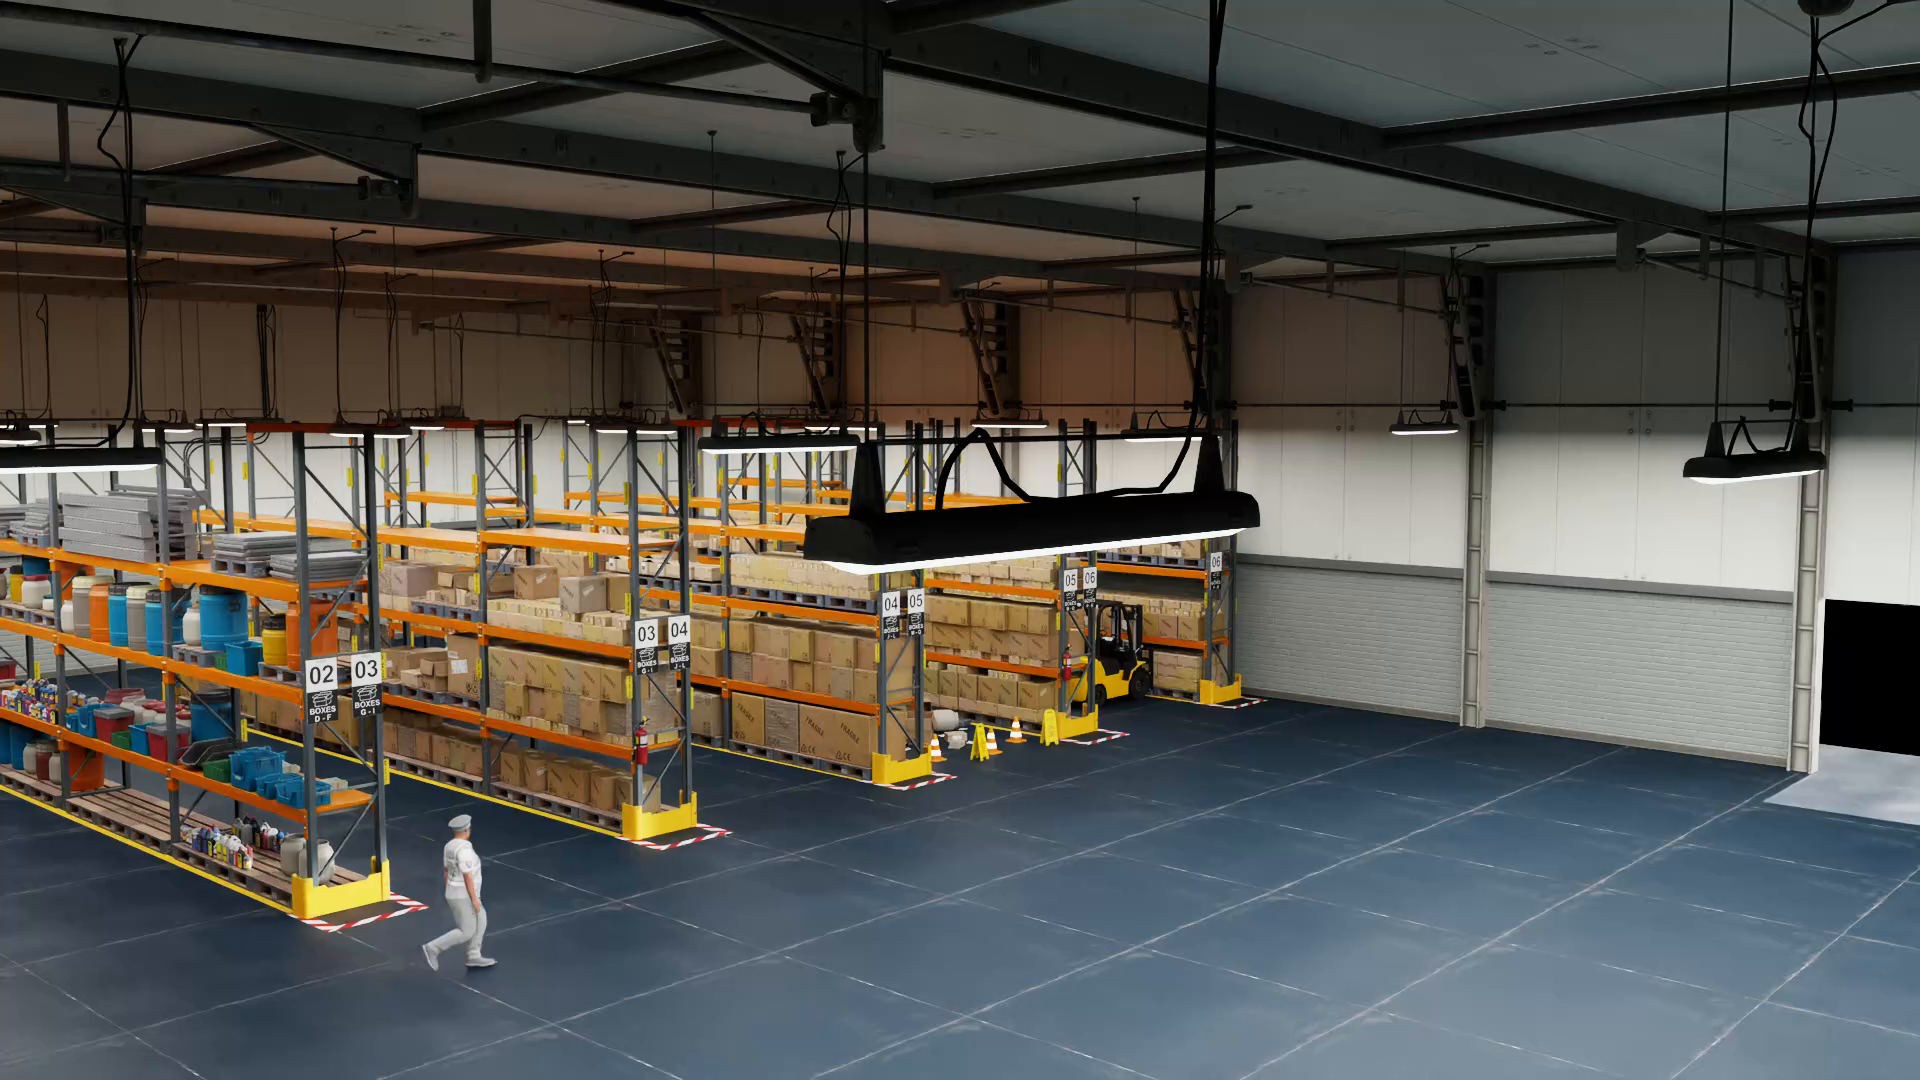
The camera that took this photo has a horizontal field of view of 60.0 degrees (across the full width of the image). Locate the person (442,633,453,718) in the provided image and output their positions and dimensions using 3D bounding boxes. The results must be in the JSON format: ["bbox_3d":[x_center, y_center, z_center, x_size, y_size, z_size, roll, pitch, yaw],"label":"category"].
[{"bbox_3d":[-10.075,2.734,33.142,0.975,1.743,0.466,4,6,39],"label":"person"}]

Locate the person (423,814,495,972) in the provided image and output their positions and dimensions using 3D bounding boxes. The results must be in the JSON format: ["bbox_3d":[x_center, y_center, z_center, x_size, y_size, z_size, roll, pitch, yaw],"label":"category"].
[{"bbox_3d":[-5.594,3.938,18.525,0.748,1.737,0.522,-1,5,-10],"label":"person"}]
